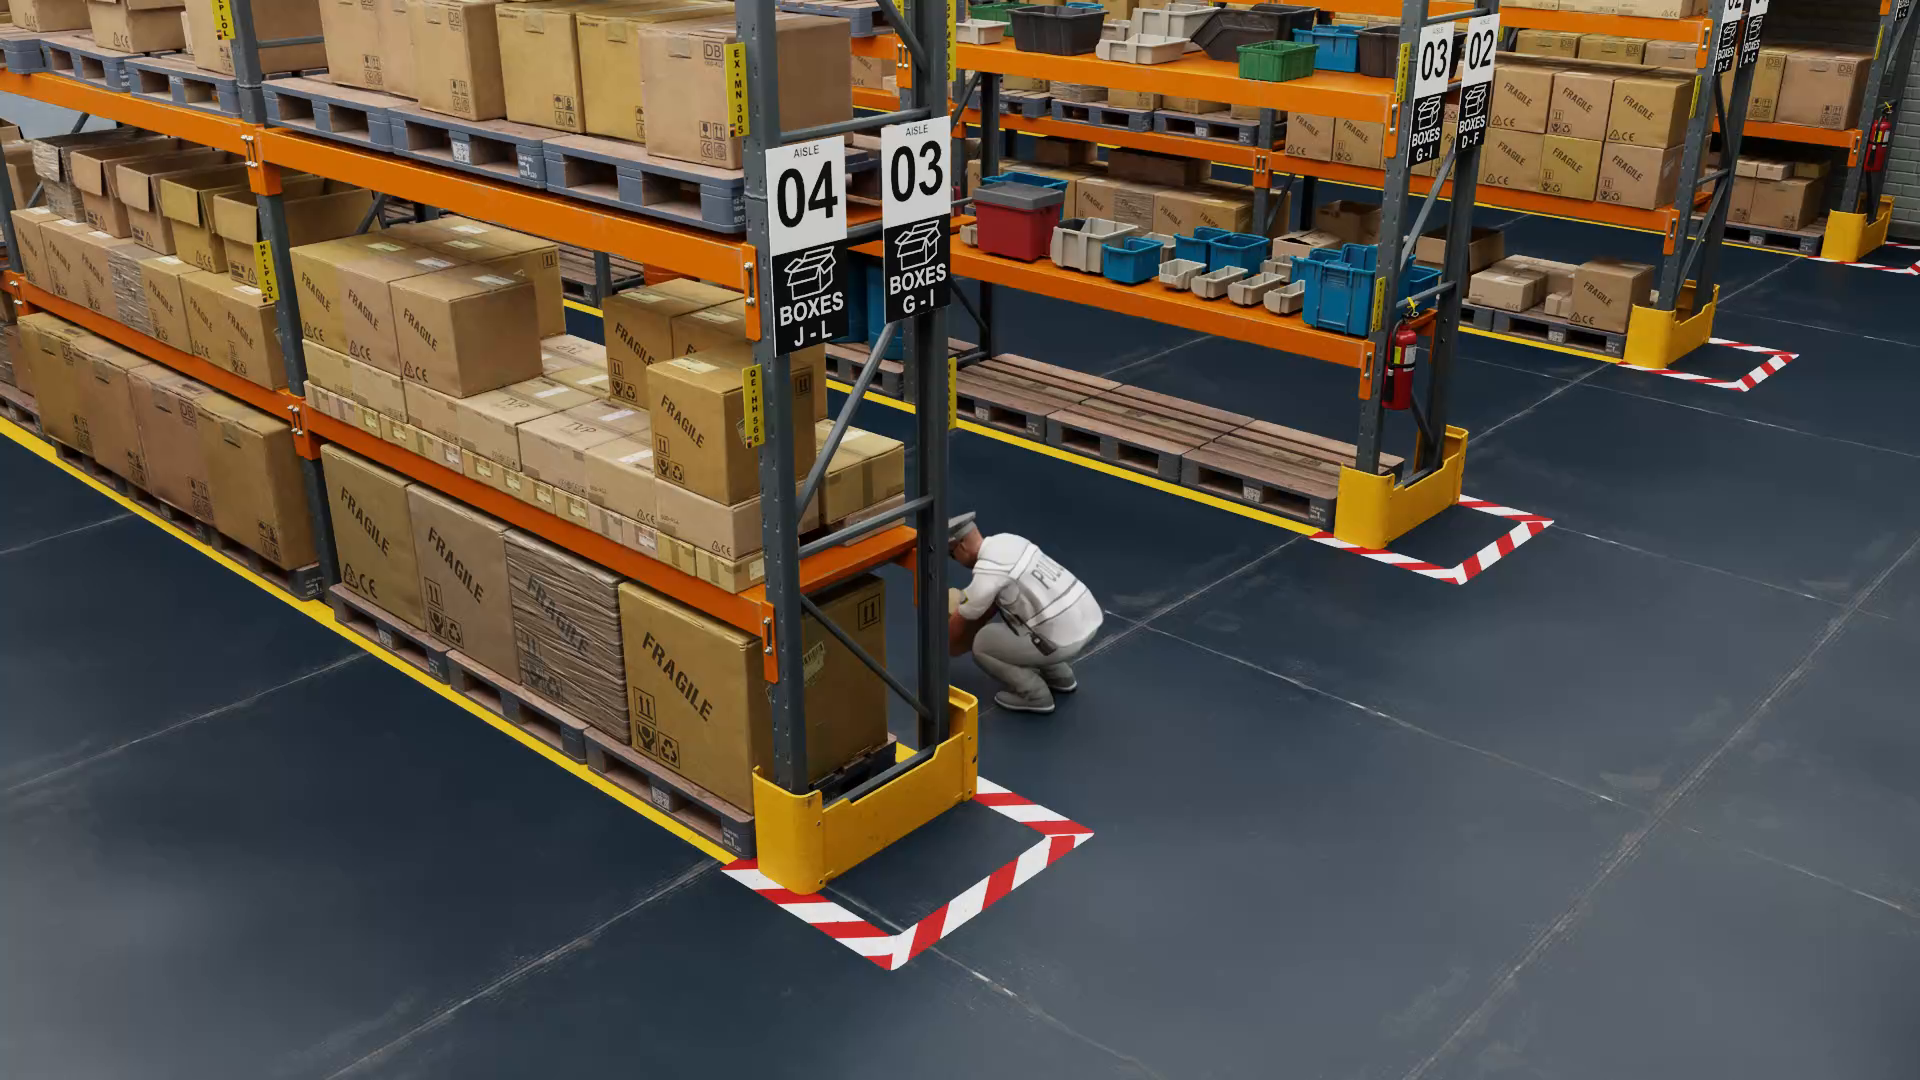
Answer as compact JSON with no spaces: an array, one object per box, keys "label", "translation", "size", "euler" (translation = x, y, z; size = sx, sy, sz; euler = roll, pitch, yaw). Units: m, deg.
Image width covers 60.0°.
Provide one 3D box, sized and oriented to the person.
[{"label":"person","translation":[0.274,0.357,8.724],"size":[0.926,1.004,0.562],"euler":[12,26,25]}]
